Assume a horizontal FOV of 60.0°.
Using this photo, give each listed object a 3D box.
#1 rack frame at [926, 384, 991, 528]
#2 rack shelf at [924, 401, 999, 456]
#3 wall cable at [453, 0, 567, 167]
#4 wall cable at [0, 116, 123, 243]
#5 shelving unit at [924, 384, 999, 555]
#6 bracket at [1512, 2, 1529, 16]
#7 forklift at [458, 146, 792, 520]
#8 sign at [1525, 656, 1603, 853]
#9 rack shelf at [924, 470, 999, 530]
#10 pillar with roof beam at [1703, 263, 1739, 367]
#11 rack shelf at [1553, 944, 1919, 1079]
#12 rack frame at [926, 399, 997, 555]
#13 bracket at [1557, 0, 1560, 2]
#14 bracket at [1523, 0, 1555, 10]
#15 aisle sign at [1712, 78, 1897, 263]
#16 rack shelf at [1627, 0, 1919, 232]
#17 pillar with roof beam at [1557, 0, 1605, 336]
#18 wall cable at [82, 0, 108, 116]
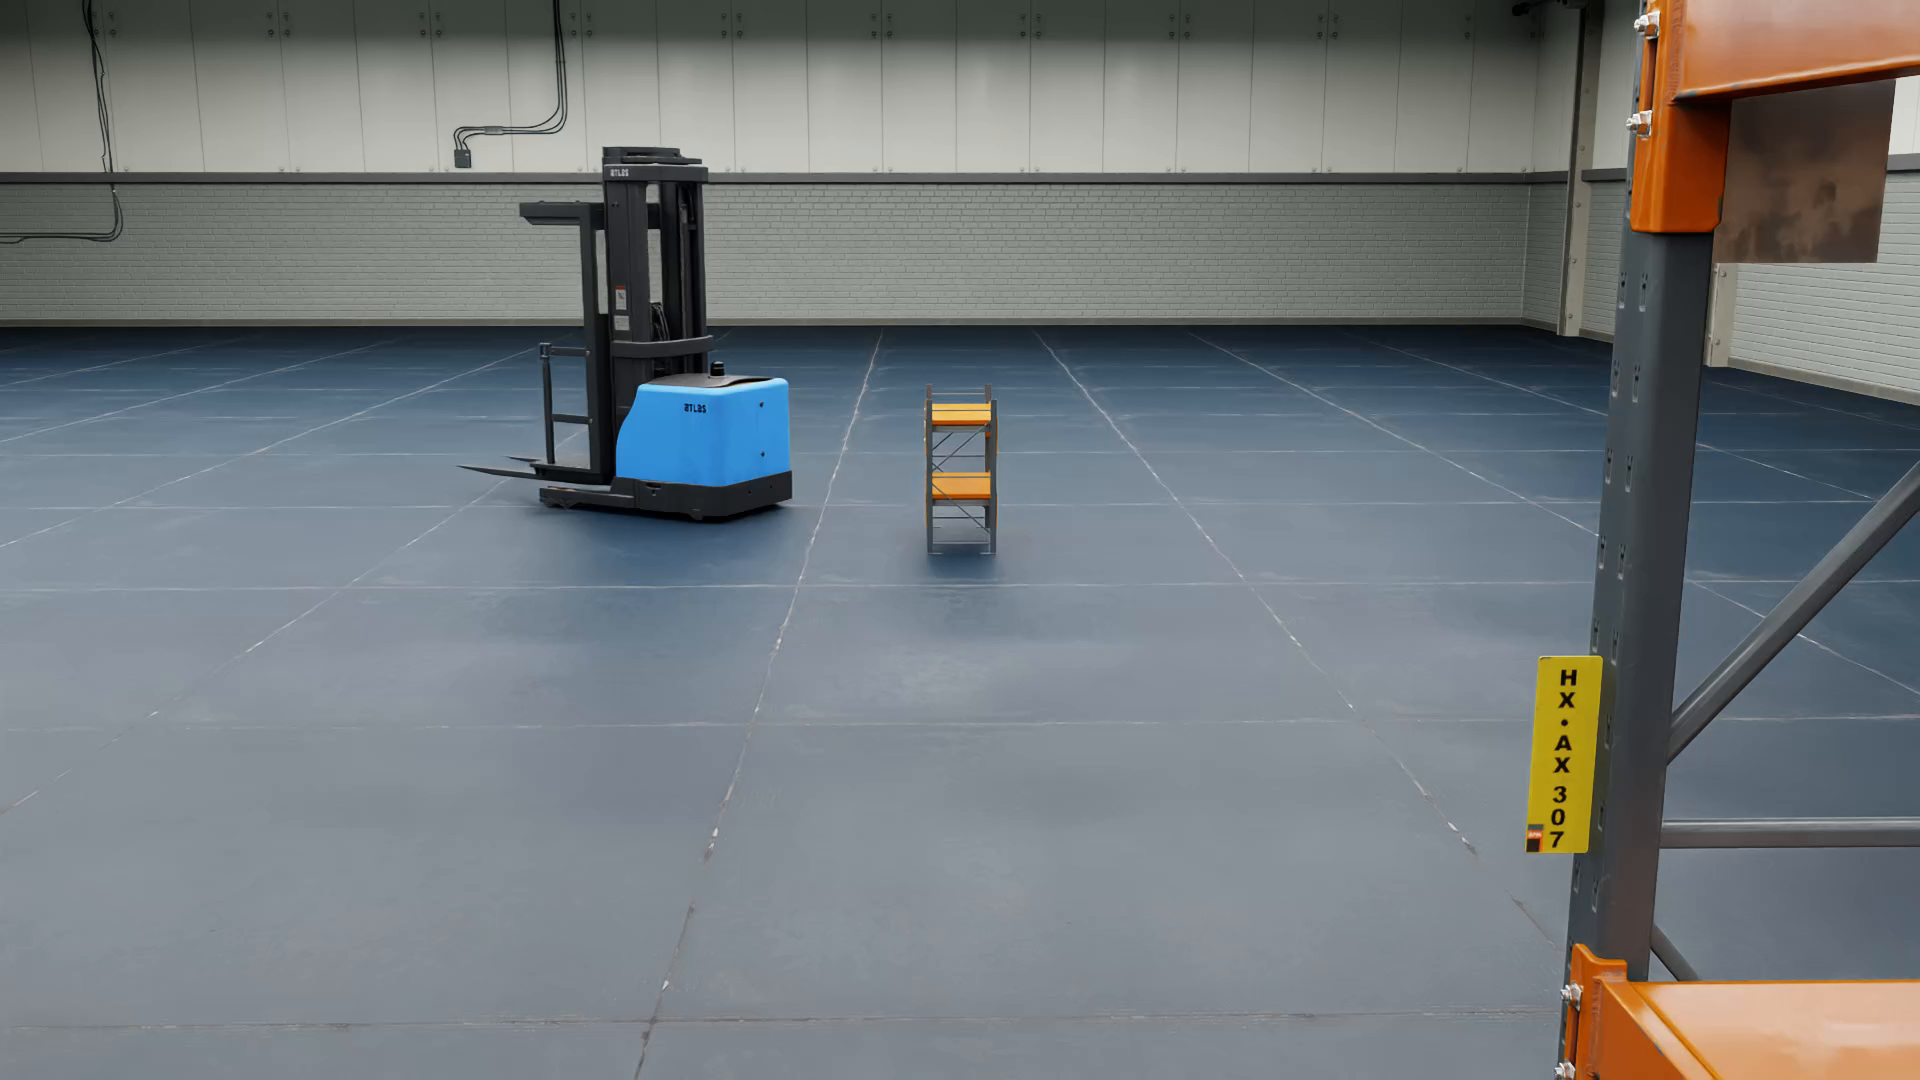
[{"bbox_3d":[-0.010,-0.651,12.939,0.500,1.125,0.032,0,11,-1],"label":"rack frame"},{"bbox_3d":[0.000,-0.837,12.382,0.538,0.278,1.000,0,11,-1],"label":"rack shelf"},{"bbox_3d":[-9.070,-10.497,33.114,2.305,6.003,0.169,0,11,-1],"label":"wall cable"},{"bbox_3d":[-18.561,-7.273,33.584,3.097,2.526,0.112,0,11,-1],"label":"wall cable"},{"bbox_3d":[0.000,-0.550,12.441,0.538,1.125,1.048,0,11,-1],"label":"shelving unit"},{"bbox_3d":[11.258,-10.649,33.363,0.235,0.232,0.430,0,11,-1],"label":"bracket"},{"bbox_3d":[-2.942,-1.781,13.965,3.031,2.935,1.130,6,13,29],"label":"forklift"},{"bbox_3d":[0.956,0.342,2.635,0.100,0.325,0.005,0,11,-1],"label":"sign"},{"bbox_3d":[0.000,-0.310,12.489,0.538,0.278,1.000,0,11,-1],"label":"rack shelf"},{"bbox_3d":[7.491,-7.122,25.034,9.100,9.000,0.400,0,11,-1],"label":"pillar with roof beam"},{"bbox_3d":[1.548,1.226,0.781,1.077,0.370,4.000,0,11,-1],"label":"rack shelf"},{"bbox_3d":[0.011,-0.449,11.943,0.500,1.125,0.032,0,11,-1],"label":"rack frame"},{"bbox_3d":[11.307,-10.178,31.041,0.235,0.232,0.430,0,11,-1],"label":"bracket"},{"bbox_3d":[11.270,-10.532,32.785,0.076,0.066,3.189,0,11,-1],"label":"bracket"},{"bbox_3d":[1.212,-0.811,2.475,0.394,0.787,0.004,0,11,-1],"label":"aisle sign"},{"bbox_3d":[1.548,-0.244,0.483,1.077,0.370,4.000,0,11,-1],"label":"rack shelf"},{"bbox_3d":[7.367,-8.315,30.913,9.100,9.000,0.548,0,11,-1],"label":"pillar with roof beam"},{"bbox_3d":[-15.857,-9.759,33.137,3.097,2.526,0.112,0,11,-1],"label":"wall cable"}]
